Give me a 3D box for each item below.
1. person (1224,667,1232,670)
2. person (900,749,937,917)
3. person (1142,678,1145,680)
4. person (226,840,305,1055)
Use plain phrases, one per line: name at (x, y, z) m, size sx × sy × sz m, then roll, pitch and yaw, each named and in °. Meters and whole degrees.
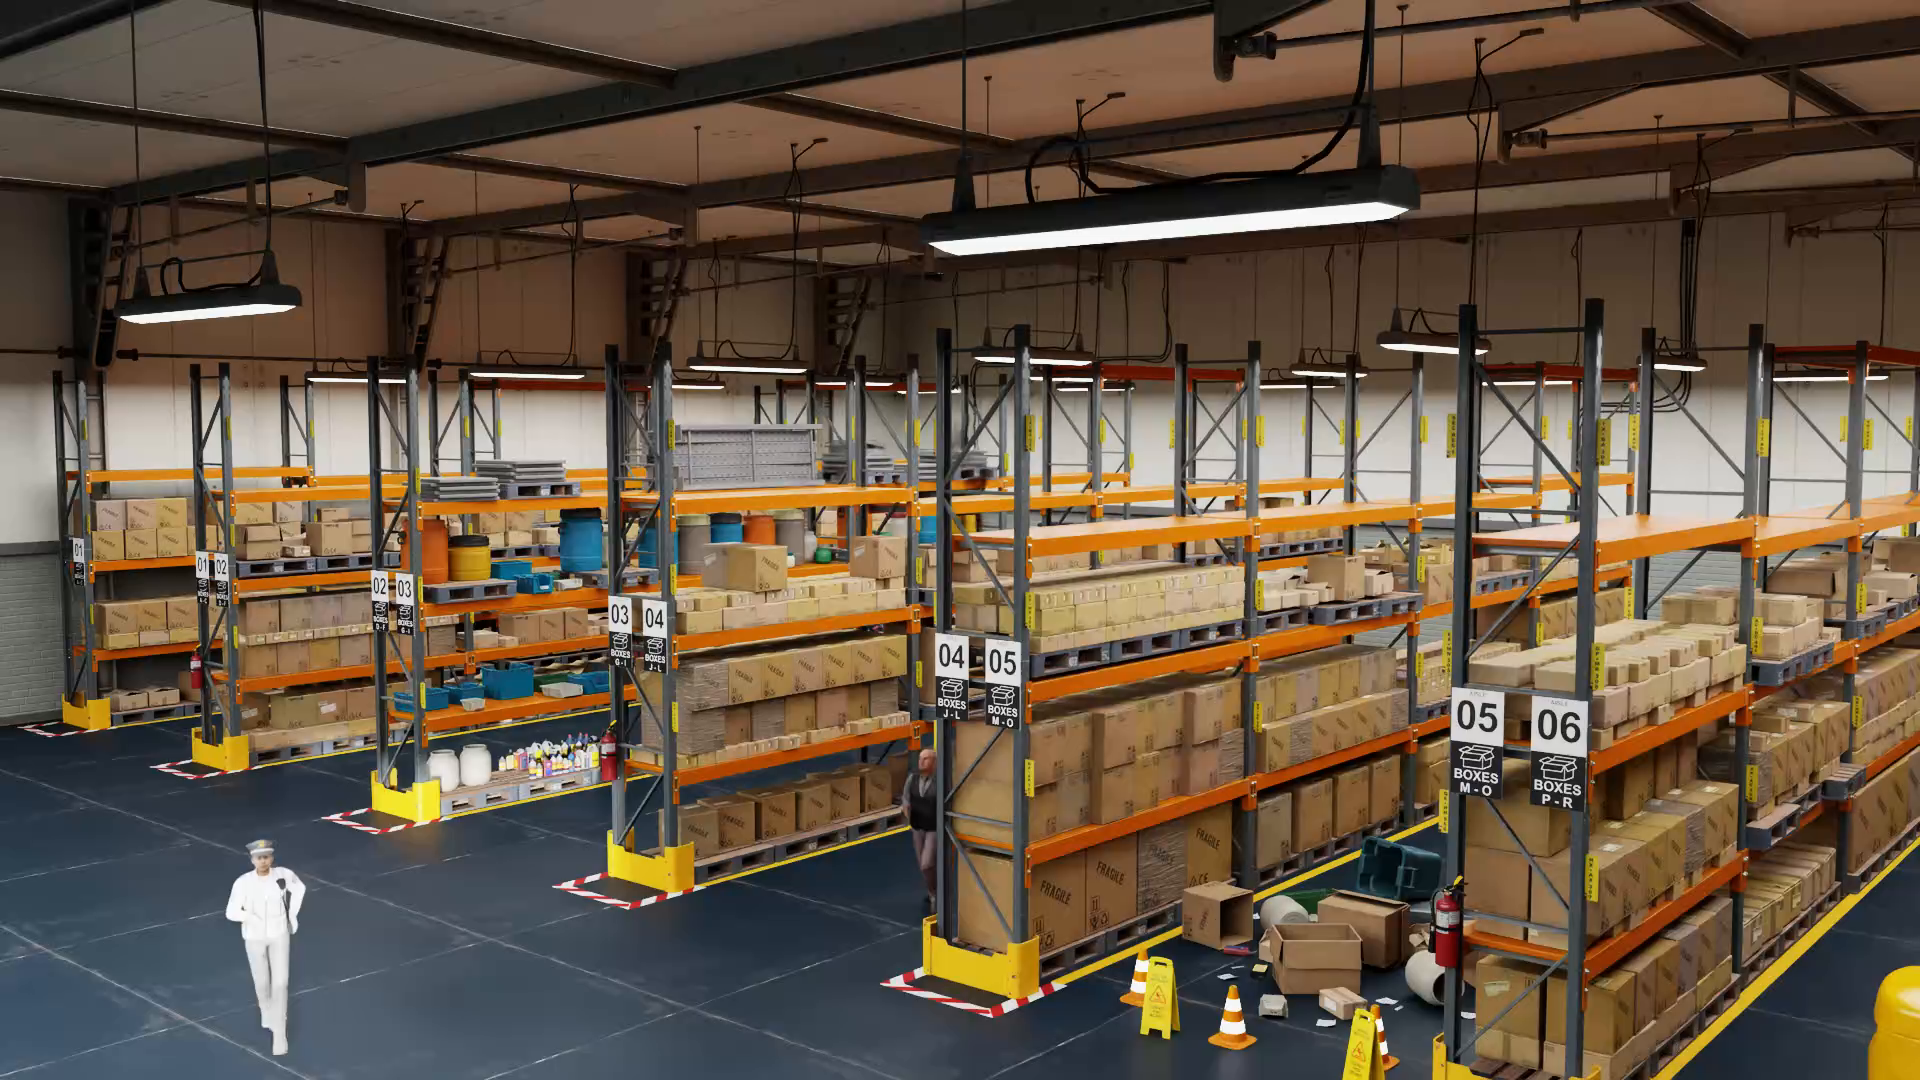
person at (3.757, 2.625, 23.299) m, size 0.700 × 1.719 × 0.625 m, roll 2°, pitch 5°, yaw 31°
person at (-0.318, 3.070, 17.418) m, size 0.672 × 1.780 × 0.731 m, roll 2°, pitch 5°, yaw 30°
person at (2.578, 2.657, 22.816) m, size 0.566 × 1.725 × 0.872 m, roll 3°, pitch 5°, yaw 34°
person at (-5.754, 3.326, 13.807) m, size 0.598 × 1.753 × 0.777 m, roll -1°, pitch 4°, yaw -20°
